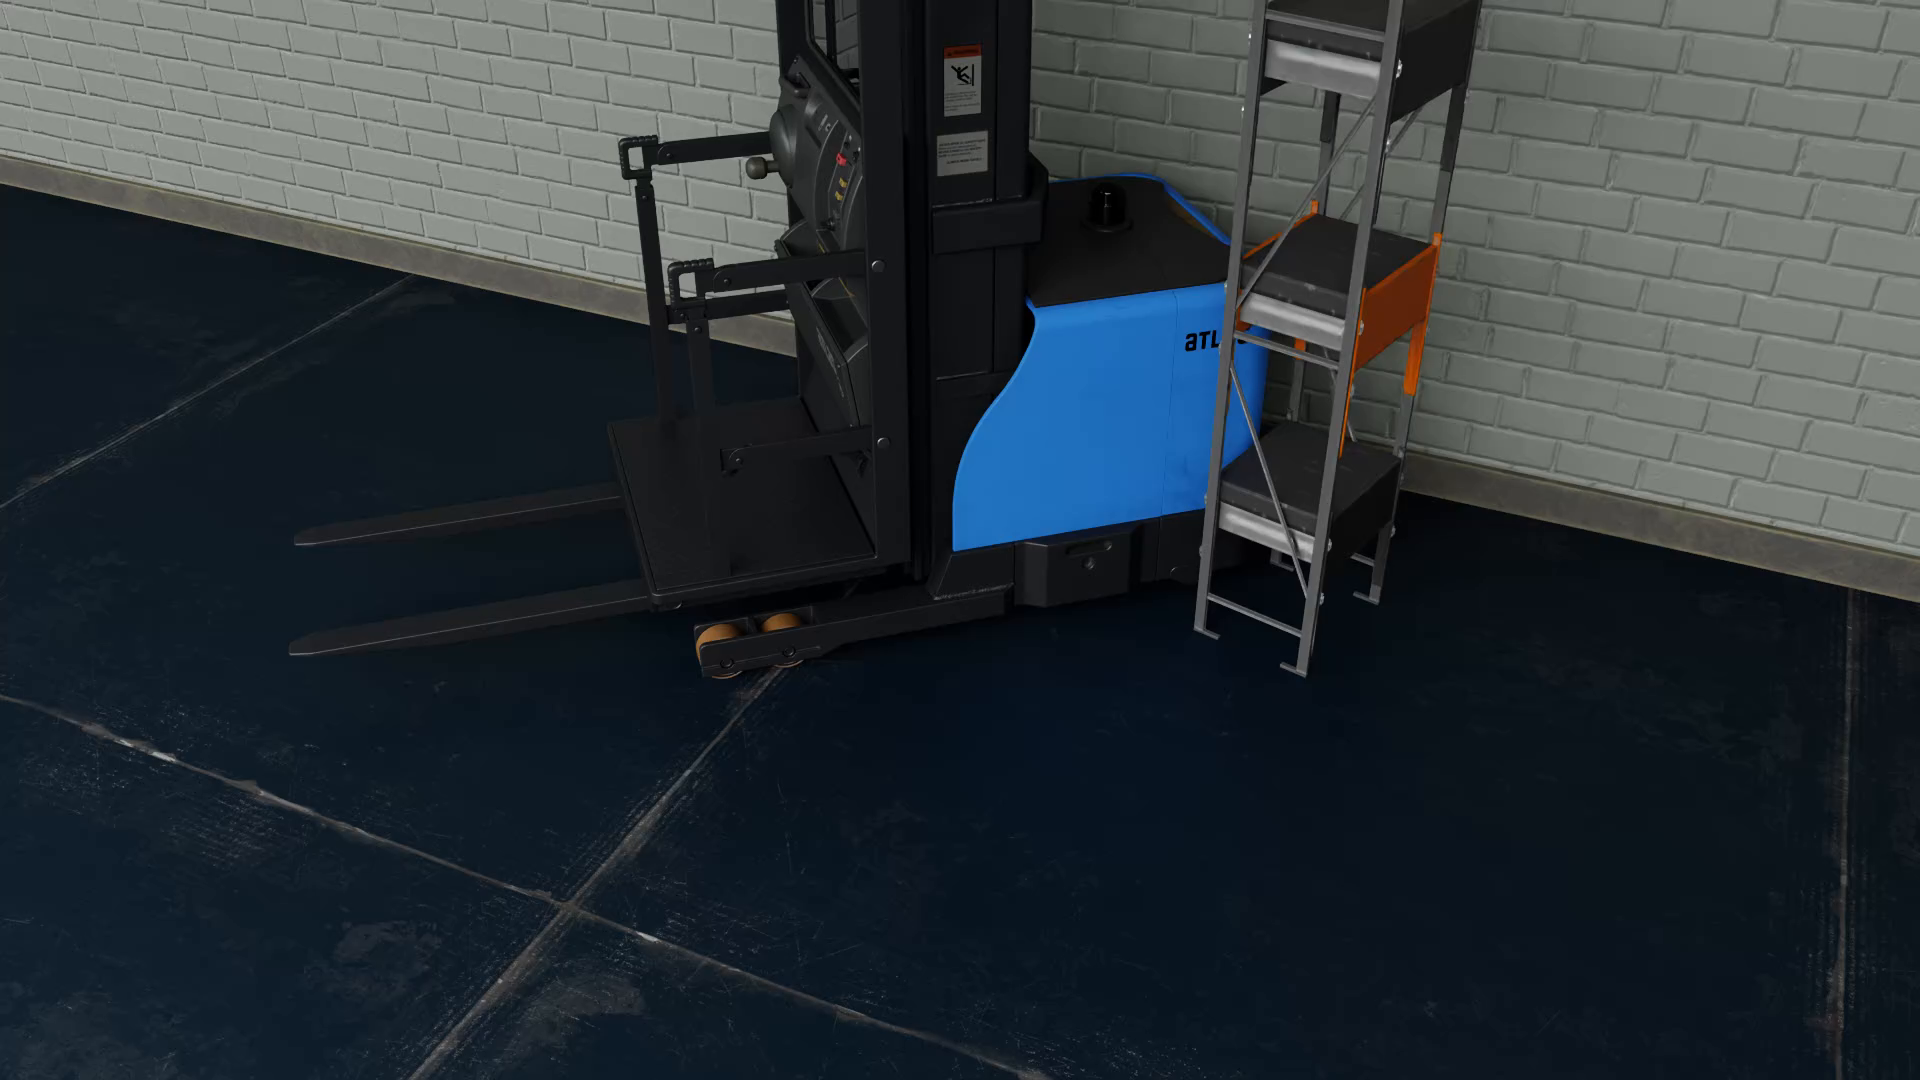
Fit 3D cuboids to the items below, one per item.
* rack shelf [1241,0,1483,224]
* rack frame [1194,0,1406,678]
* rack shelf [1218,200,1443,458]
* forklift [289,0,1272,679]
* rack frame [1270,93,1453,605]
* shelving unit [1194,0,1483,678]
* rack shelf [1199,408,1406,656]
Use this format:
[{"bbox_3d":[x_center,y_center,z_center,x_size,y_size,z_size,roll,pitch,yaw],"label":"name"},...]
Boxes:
[{"bbox_3d":[1.060,-1.205,4.421,0.431,0.518,0.480,23,40,31],"label":"rack shelf"},{"bbox_3d":[0.908,-0.526,4.637,0.400,2.100,0.015,23,40,31],"label":"rack frame"},{"bbox_3d":[1.060,-0.620,4.805,0.431,0.518,0.480,23,40,31],"label":"rack shelf"},{"bbox_3d":[-0.602,-1.124,4.791,3.031,2.935,1.130,-10,34,-14],"label":"forklift"},{"bbox_3d":[1.211,-0.736,4.958,0.400,2.100,0.015,23,40,31],"label":"rack frame"},{"bbox_3d":[1.060,-0.631,4.798,0.431,2.100,0.503,23,40,31],"label":"shelving unit"},{"bbox_3d":[1.060,-0.034,5.189,0.431,0.518,0.480,23,40,31],"label":"rack shelf"}]
